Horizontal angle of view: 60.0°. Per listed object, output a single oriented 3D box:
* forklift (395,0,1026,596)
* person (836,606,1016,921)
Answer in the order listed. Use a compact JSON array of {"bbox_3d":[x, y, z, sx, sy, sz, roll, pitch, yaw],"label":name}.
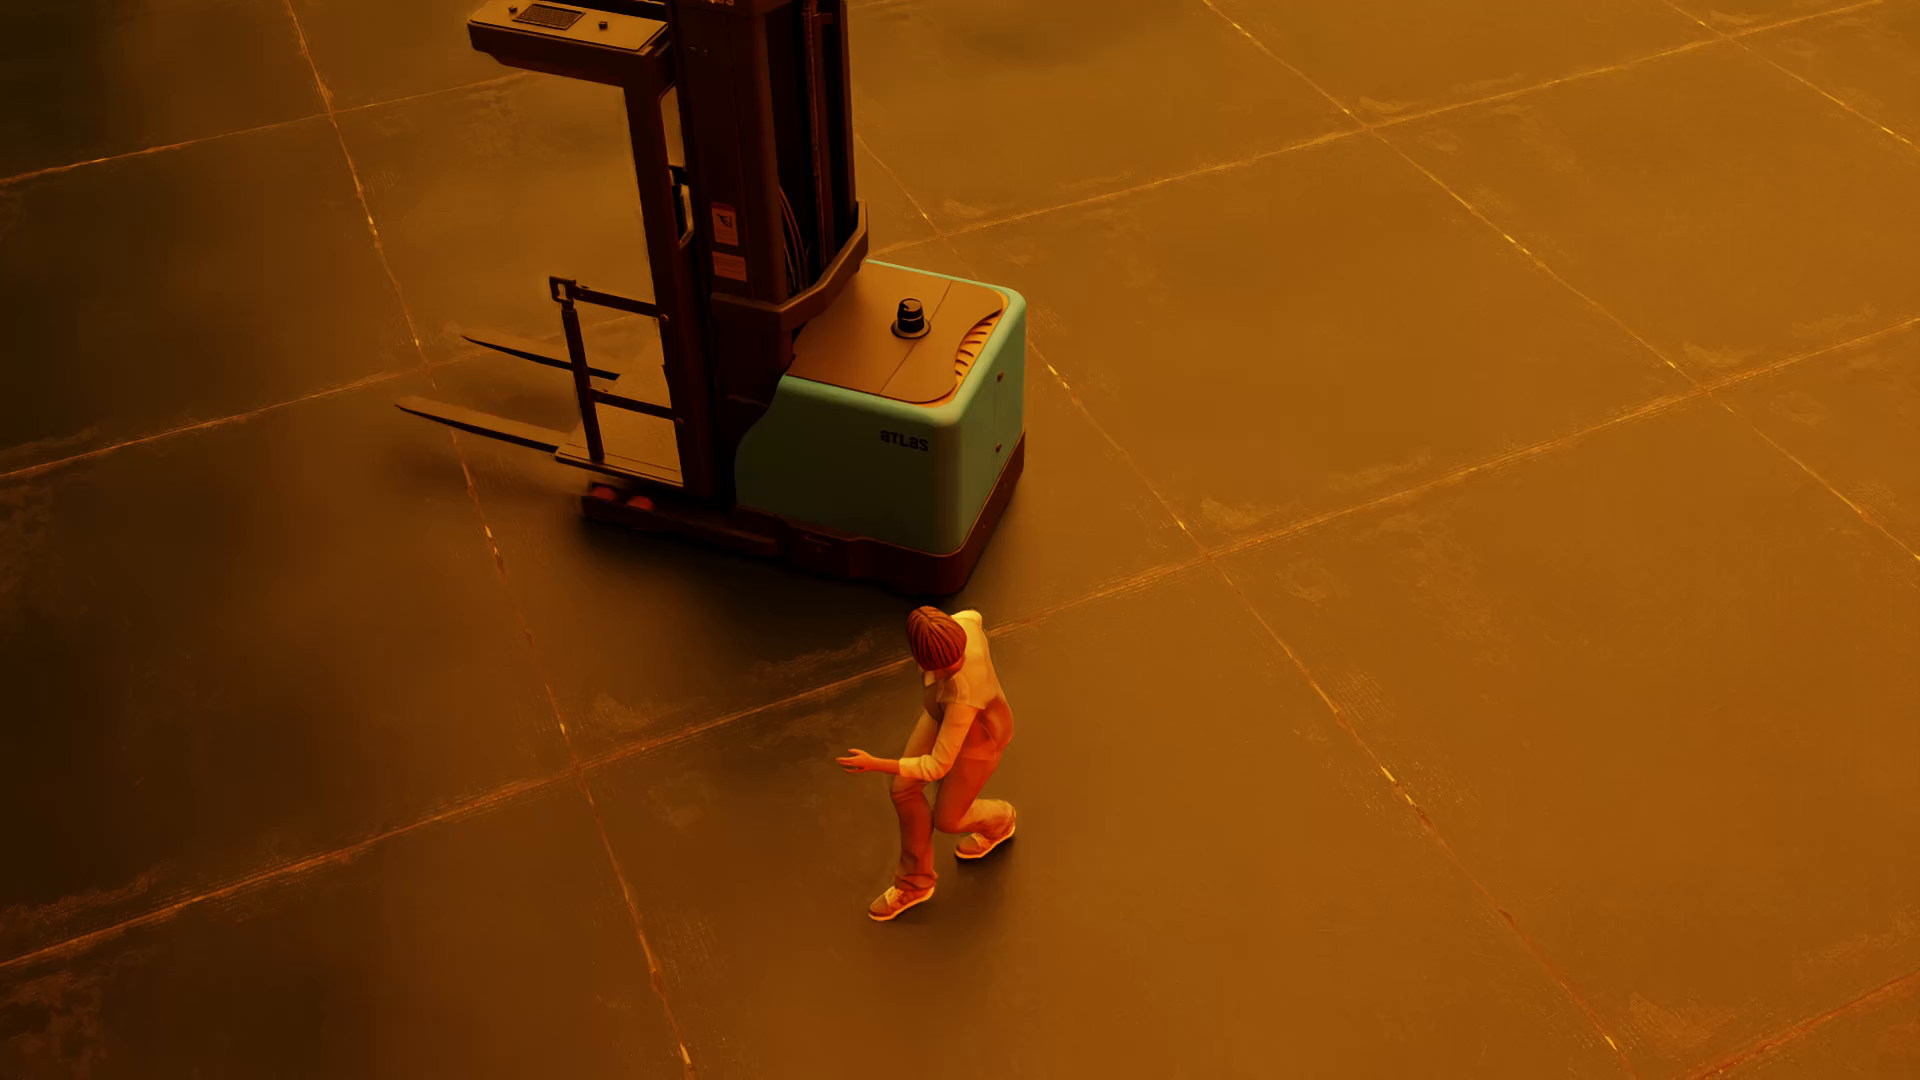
[{"bbox_3d":[-1.261,-1.441,7.224,3.031,2.935,1.130,14,45,14],"label":"forklift"},{"bbox_3d":[-0.129,0.701,6.030,0.730,1.435,0.645,-19,46,-19],"label":"person"}]
